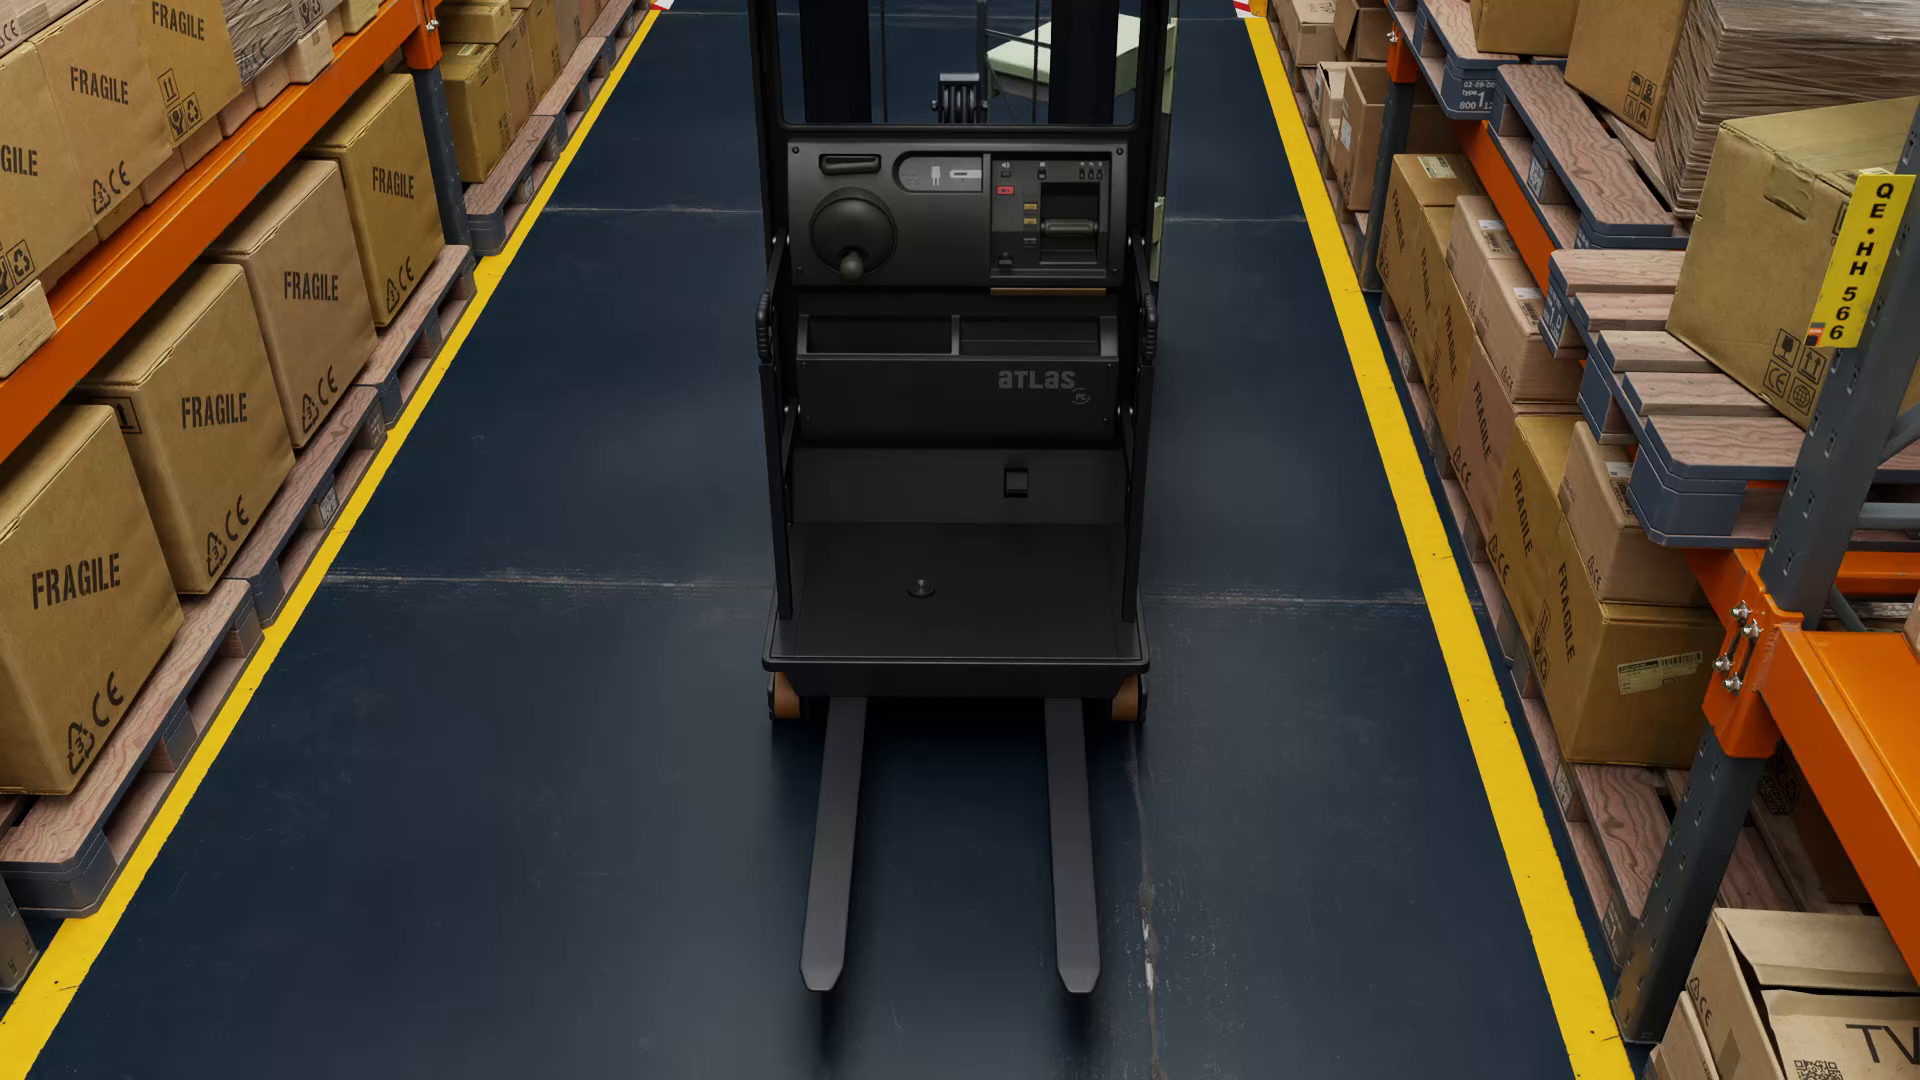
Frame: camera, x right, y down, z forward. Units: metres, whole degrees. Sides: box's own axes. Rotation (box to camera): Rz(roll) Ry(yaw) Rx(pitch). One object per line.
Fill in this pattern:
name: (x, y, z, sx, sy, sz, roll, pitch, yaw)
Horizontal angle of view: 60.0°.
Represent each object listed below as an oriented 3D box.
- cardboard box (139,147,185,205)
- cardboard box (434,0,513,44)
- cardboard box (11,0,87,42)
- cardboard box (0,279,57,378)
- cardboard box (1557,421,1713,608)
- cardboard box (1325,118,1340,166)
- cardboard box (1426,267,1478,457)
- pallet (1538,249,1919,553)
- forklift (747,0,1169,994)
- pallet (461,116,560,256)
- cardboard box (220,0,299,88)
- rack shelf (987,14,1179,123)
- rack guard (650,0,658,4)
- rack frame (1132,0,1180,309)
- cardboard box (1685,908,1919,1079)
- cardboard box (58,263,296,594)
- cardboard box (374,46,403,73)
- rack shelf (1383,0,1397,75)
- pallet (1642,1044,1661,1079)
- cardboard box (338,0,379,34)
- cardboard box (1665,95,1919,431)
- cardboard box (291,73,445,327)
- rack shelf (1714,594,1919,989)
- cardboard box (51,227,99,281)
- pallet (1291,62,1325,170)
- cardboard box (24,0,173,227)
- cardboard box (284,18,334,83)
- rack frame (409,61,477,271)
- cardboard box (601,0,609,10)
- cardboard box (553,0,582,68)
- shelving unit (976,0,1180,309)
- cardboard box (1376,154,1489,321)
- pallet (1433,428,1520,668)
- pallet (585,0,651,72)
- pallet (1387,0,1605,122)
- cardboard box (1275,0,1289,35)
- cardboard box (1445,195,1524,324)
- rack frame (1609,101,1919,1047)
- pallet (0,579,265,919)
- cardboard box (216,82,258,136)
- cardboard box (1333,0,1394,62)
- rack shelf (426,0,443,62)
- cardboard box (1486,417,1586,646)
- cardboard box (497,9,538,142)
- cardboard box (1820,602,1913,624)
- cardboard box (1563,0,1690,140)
cardboard box: (-2.551, -1.114, 4.927, 0.380, 0.149, 0.250, 2, 35, 2)
cardboard box: (-2.357, -2.476, 7.909, 0.380, 0.149, 0.250, 2, 35, 3)
cardboard box: (-2.533, -1.472, 4.220, 0.500, 0.250, 0.500, 2, 35, 2)
cardboard box: (-2.487, -0.528, 4.093, 0.380, 0.149, 0.250, 2, 35, 3)
cardboard box: (1.905, -0.070, 4.380, 0.500, 0.250, 0.500, 3, 35, 4)
cardboard box: (1.959, -1.893, 7.932, 0.380, 0.149, 0.250, 1, 35, 2)
cardboard box: (1.964, -0.620, 5.815, 0.500, 0.500, 0.500, 2, 35, 2)
pallet: (2.061, -0.344, 3.797, 1.213, 0.211, 1.003, 1, 35, 2)
forklift: (-0.007, -0.837, 4.392, 1.130, 2.935, 3.031, 0, 35, 0)
pallet: (-2.577, -1.736, 8.036, 1.003, 0.211, 1.213, 1, 35, 2)
cardboard box: (-2.491, -1.759, 5.282, 0.500, 0.500, 0.500, 1, 35, 2)
rack shelf: (0.441, -1.706, 6.194, 0.431, 0.370, 0.720, 22, 41, 29)
rack guard: (-2.524, -3.731, 10.623, 1.175, 0.500, 0.348, 1, 35, 2)
rack frame: (0.655, -1.558, 6.662, 0.400, 1.500, 0.023, 22, 41, 29)
cardboard box: (1.789, 0.987, 3.275, 0.500, 0.311, 0.500, 2, 35, 3)
cardboard box: (-2.644, -0.358, 5.155, 0.750, 0.750, 0.750, 1, 35, 2)
cardboard box: (-2.757, -2.204, 7.523, 0.380, 0.149, 0.250, 1, 35, 2)
rack shelf: (2.345, -3.184, 8.297, 1.077, 0.370, 4.000, 1, 35, 2)
pallet: (2.032, 1.582, 3.315, 1.003, 0.211, 1.213, 1, 35, 2)
cardboard box: (-2.403, -2.000, 6.189, 0.380, 0.149, 0.250, 2, 35, 3)
cardboard box: (2.016, -0.608, 3.554, 0.700, 0.500, 0.500, -10, 36, -14)
cardboard box: (-2.582, -1.357, 6.577, 0.750, 0.750, 0.750, 2, 35, 2)
rack shelf: (2.023, 1.412, 1.757, 1.077, 0.370, 4.000, 1, 35, 2)
cardboard box: (-2.599, -0.824, 4.515, 0.380, 0.149, 0.250, 2, 35, 3)
pallet: (2.339, -2.285, 8.819, 1.003, 0.211, 1.213, 1, 35, 2)
cardboard box: (-2.519, -1.173, 4.447, 0.500, 0.500, 0.500, 1, 35, 2)
cardboard box: (-2.410, -1.700, 5.761, 0.380, 0.149, 0.250, 1, 35, 2)
rack frame: (-2.685, -2.441, 6.615, 1.000, 3.000, 0.127, 1, 35, 2)
cardboard box: (-2.453, -3.484, 9.908, 0.700, 0.500, 0.500, 1, 35, 2)
cardboard box: (-2.492, -2.908, 9.087, 0.700, 0.500, 0.500, 0, 35, 0)
shelving unit: (0.441, -1.387, 6.419, 0.431, 1.500, 0.755, 22, 41, 29)
cardboard box: (2.002, -1.214, 6.660, 0.500, 0.500, 0.500, 0, 35, 0)
pallet: (2.223, -0.017, 5.591, 1.003, 0.211, 1.213, 1, 35, 2)
pallet: (-2.479, -3.137, 10.031, 1.003, 0.211, 1.213, 1, 35, 2)
pallet: (2.123, -1.794, 5.861, 1.003, 0.211, 1.213, 1, 35, 2)
cardboard box: (2.100, -3.089, 9.546, 0.500, 0.250, 0.500, 1, 35, 2)
cardboard box: (1.961, -0.946, 5.627, 0.500, 0.250, 0.500, 1, 35, 2)
rack frame: (2.104, -0.031, 3.185, 1.000, 3.000, 0.127, 1, 35, 2)
pallet: (-2.739, 0.546, 4.789, 1.003, 0.211, 1.213, 1, 35, 2)
cardboard box: (-2.511, -1.417, 5.359, 0.380, 0.149, 0.250, 0, 35, 1)
cardboard box: (2.335, -2.567, 8.583, 0.797, 0.503, 0.637, 1, 35, 2)
rack shelf: (-2.605, -3.296, 8.457, 1.077, 0.370, 4.000, 1, 35, 2)
cardboard box: (1.928, -0.028, 4.973, 0.500, 0.500, 0.500, 0, 35, 0)
cardboard box: (-2.529, -2.306, 8.232, 0.700, 0.500, 0.500, 1, 35, 1)
cardboard box: (2.423, 0.256, 4.569, 0.500, 0.500, 0.500, 0, 35, 0)
cardboard box: (2.255, -1.525, 4.860, 0.700, 0.500, 0.500, -7, 36, -10)
